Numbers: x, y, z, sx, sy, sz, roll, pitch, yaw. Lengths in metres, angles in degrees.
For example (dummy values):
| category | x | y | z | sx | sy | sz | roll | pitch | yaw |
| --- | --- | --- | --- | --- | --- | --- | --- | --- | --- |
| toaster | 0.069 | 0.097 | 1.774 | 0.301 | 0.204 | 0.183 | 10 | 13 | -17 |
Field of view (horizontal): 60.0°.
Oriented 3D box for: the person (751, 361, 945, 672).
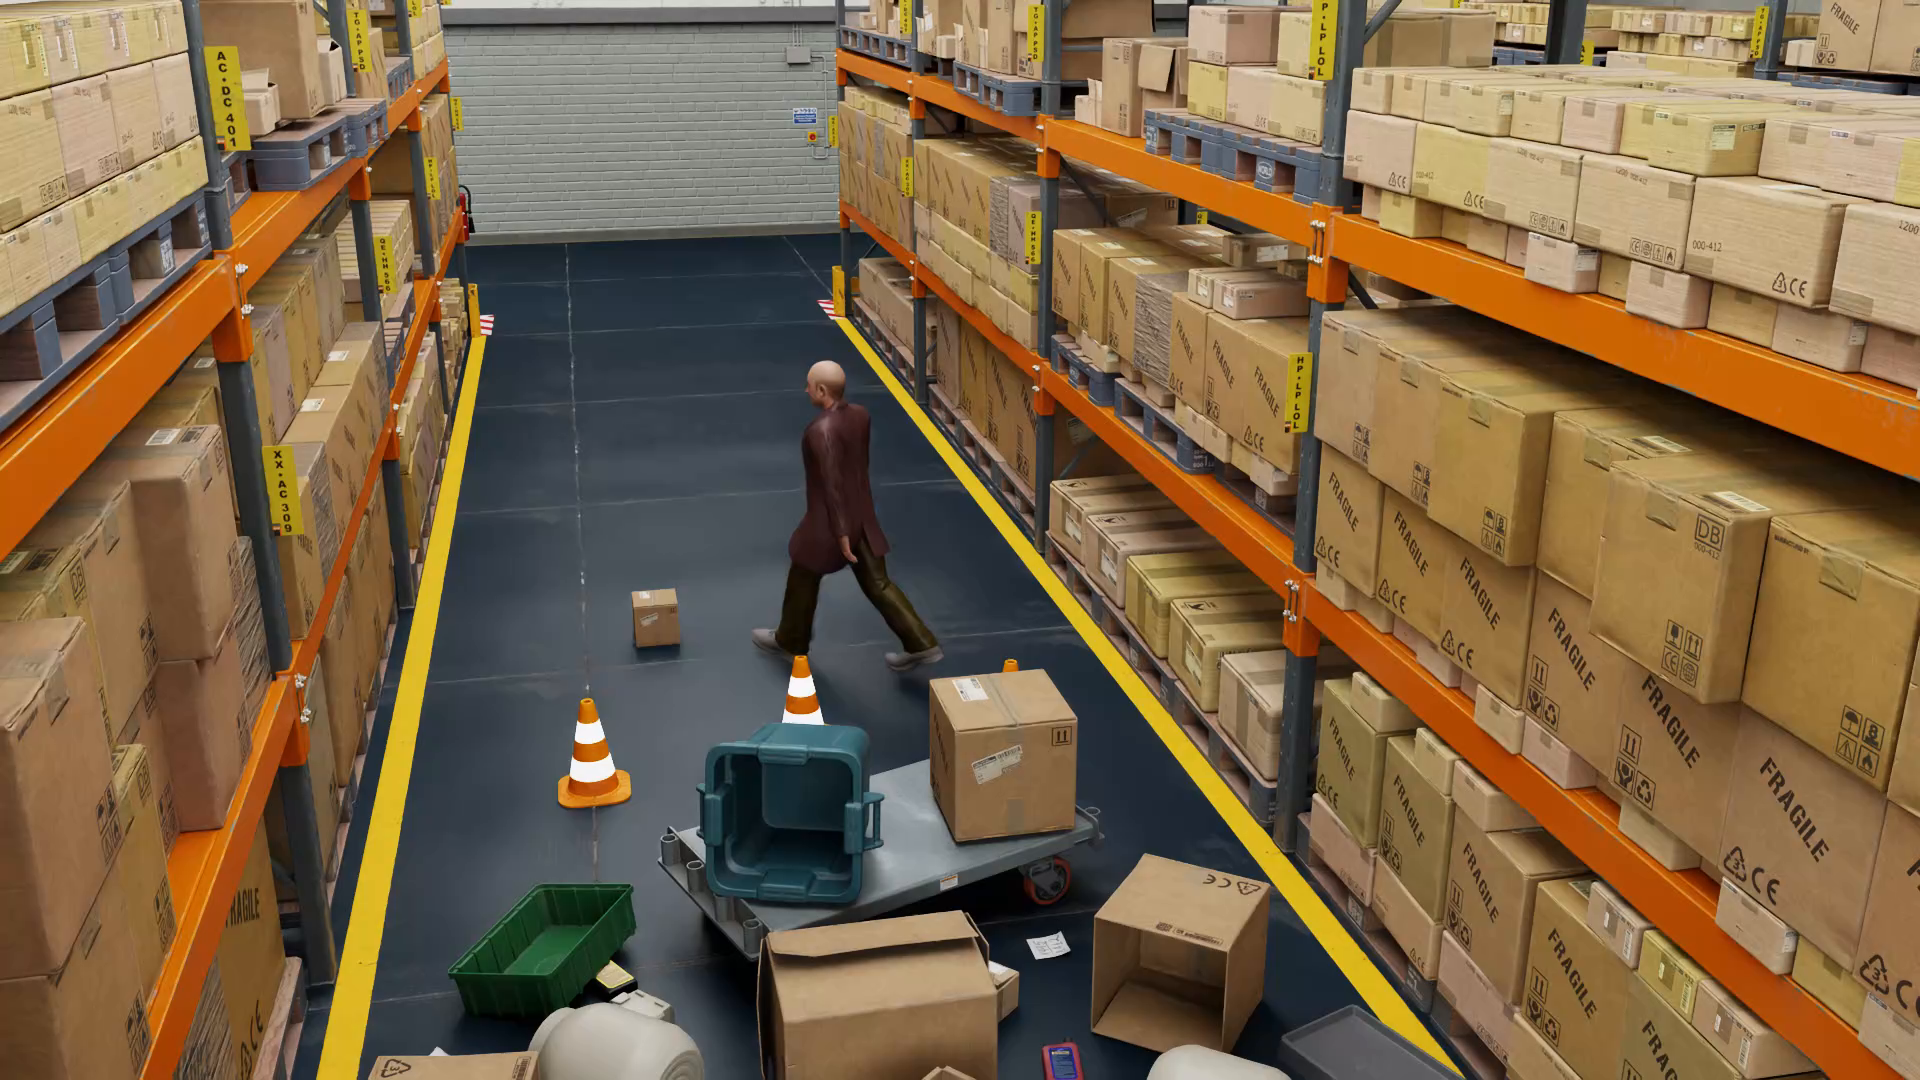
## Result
| category | x | y | z | sx | sy | sz | roll | pitch | yaw |
| --- | --- | --- | --- | --- | --- | --- | --- | --- | --- |
| person | -0.625 | -0.110 | 8.944 | 1.175 | 1.733 | 0.548 | 12 | 22 | 30 |
